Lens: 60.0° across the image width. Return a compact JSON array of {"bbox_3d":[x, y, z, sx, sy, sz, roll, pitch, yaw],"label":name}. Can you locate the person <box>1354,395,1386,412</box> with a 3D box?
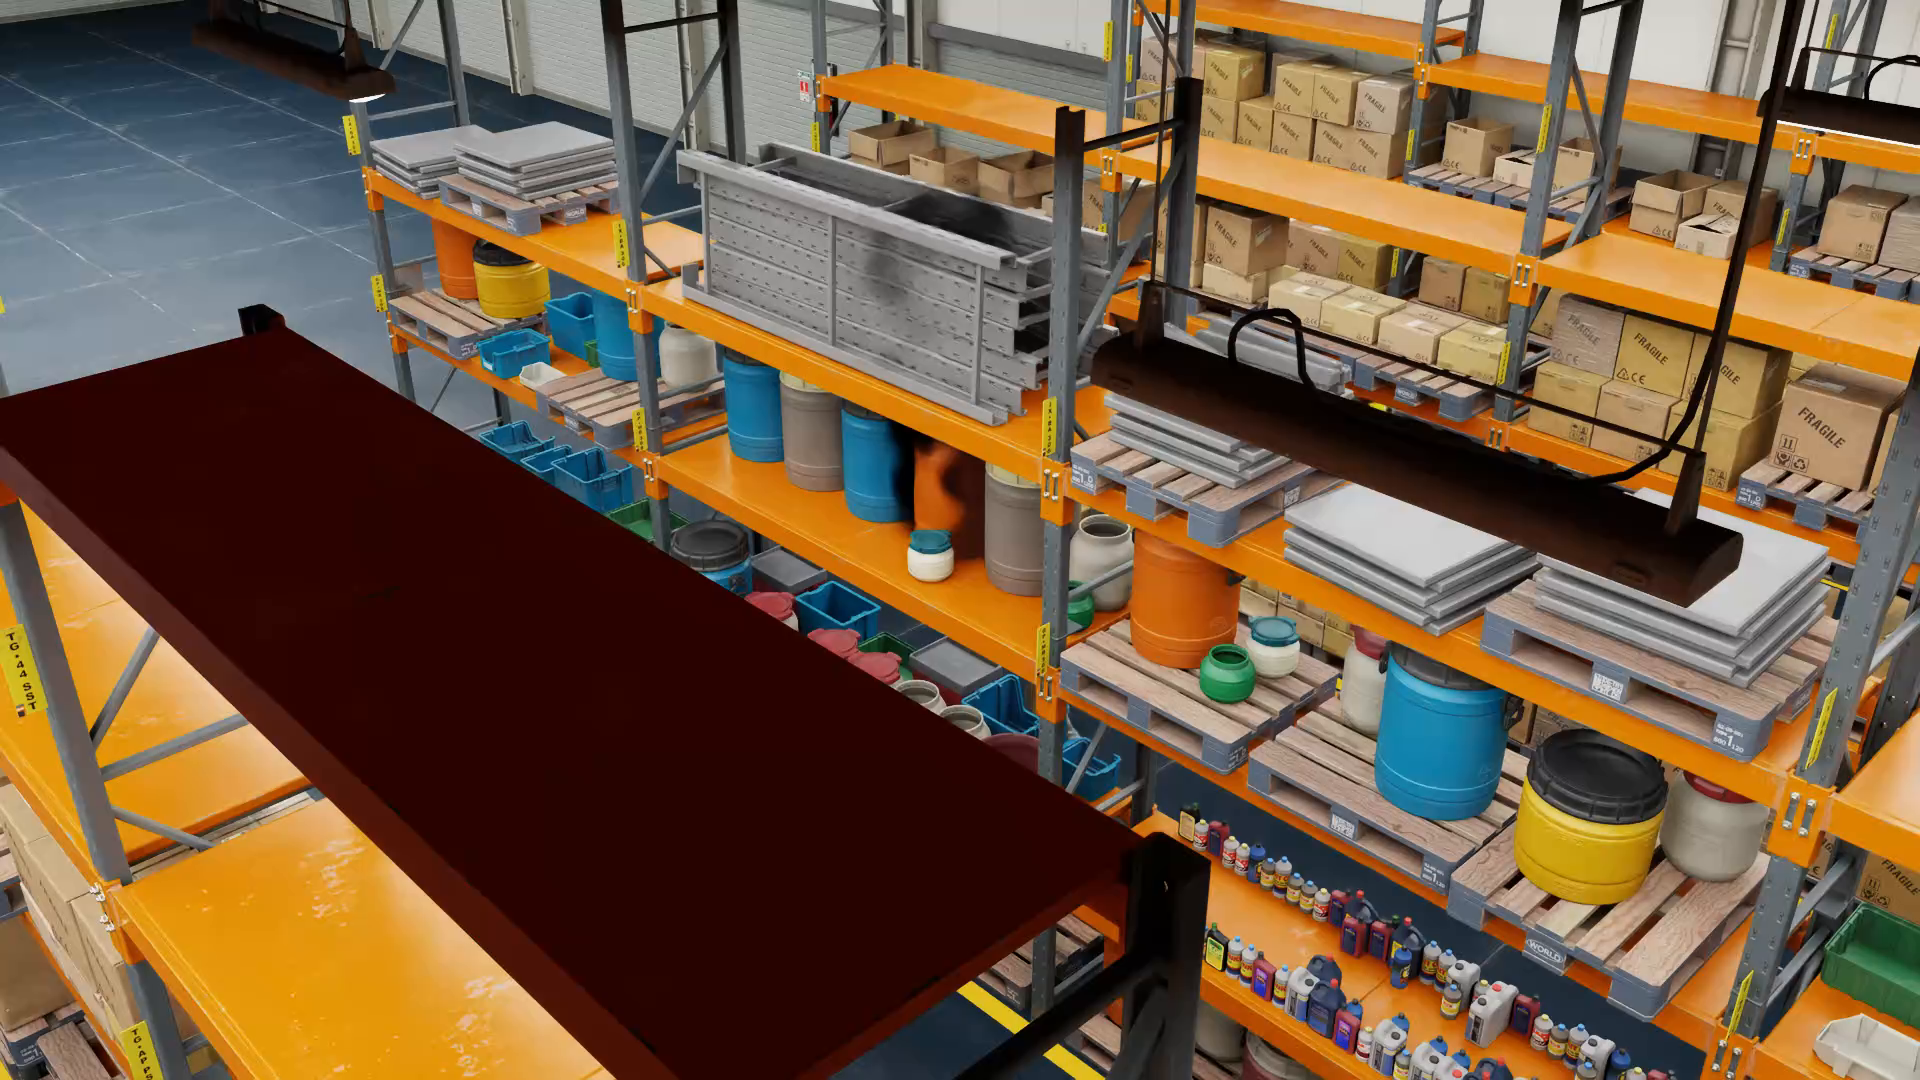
[{"bbox_3d":[3.972,-0.842,16.612,0.605,1.718,0.696,21,35,33],"label":"person"}]

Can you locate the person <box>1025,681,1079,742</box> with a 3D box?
[{"bbox_3d":[0.686,0.988,12.655,0.523,1.653,0.615,23,36,36],"label":"person"}]
